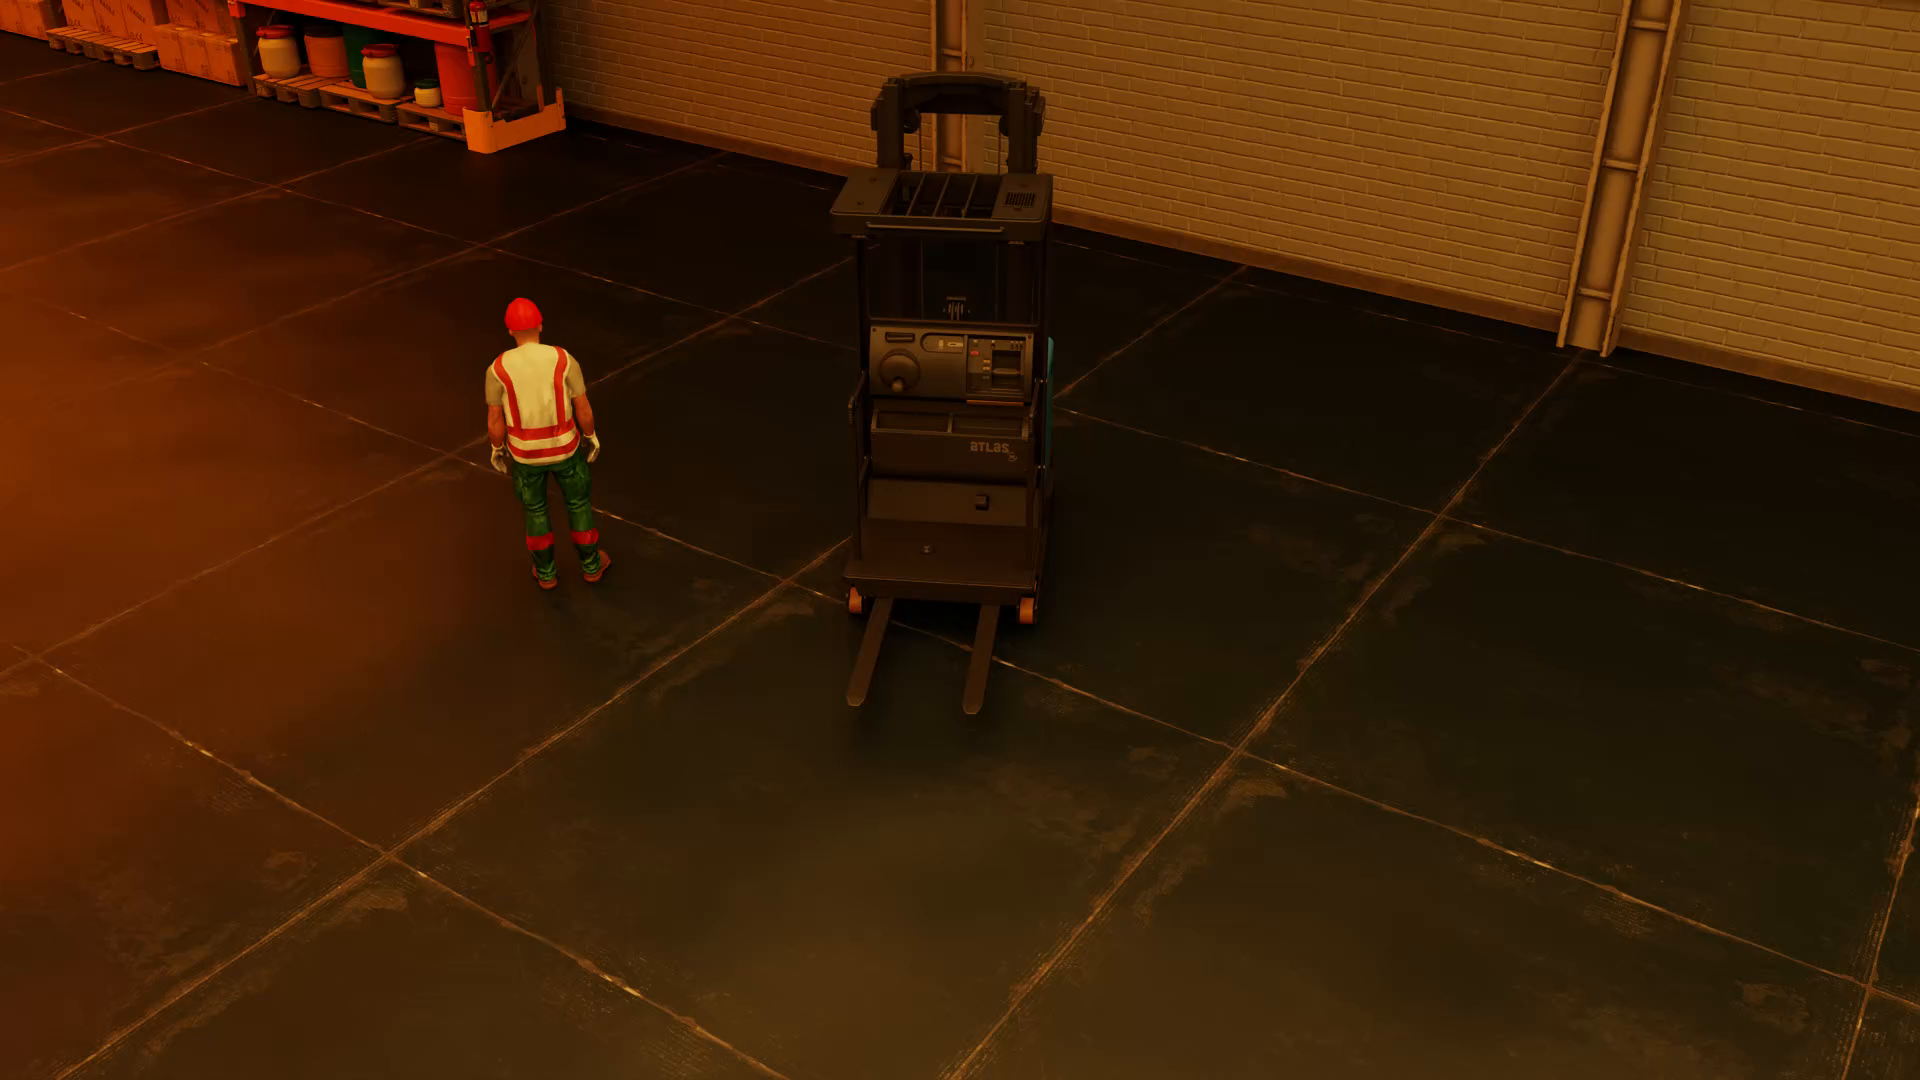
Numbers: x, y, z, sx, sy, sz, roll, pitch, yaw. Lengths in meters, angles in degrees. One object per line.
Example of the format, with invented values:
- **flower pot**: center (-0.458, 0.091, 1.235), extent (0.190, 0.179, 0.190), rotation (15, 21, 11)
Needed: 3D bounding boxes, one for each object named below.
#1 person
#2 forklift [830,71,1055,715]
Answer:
- **person**: center (-2.413, -0.545, 9.669), extent (0.623, 1.780, 0.450), rotation (-7, 31, -12)
- **forklift**: center (-0.072, -0.956, 9.228), extent (1.130, 2.935, 3.031), rotation (3, 30, 6)
